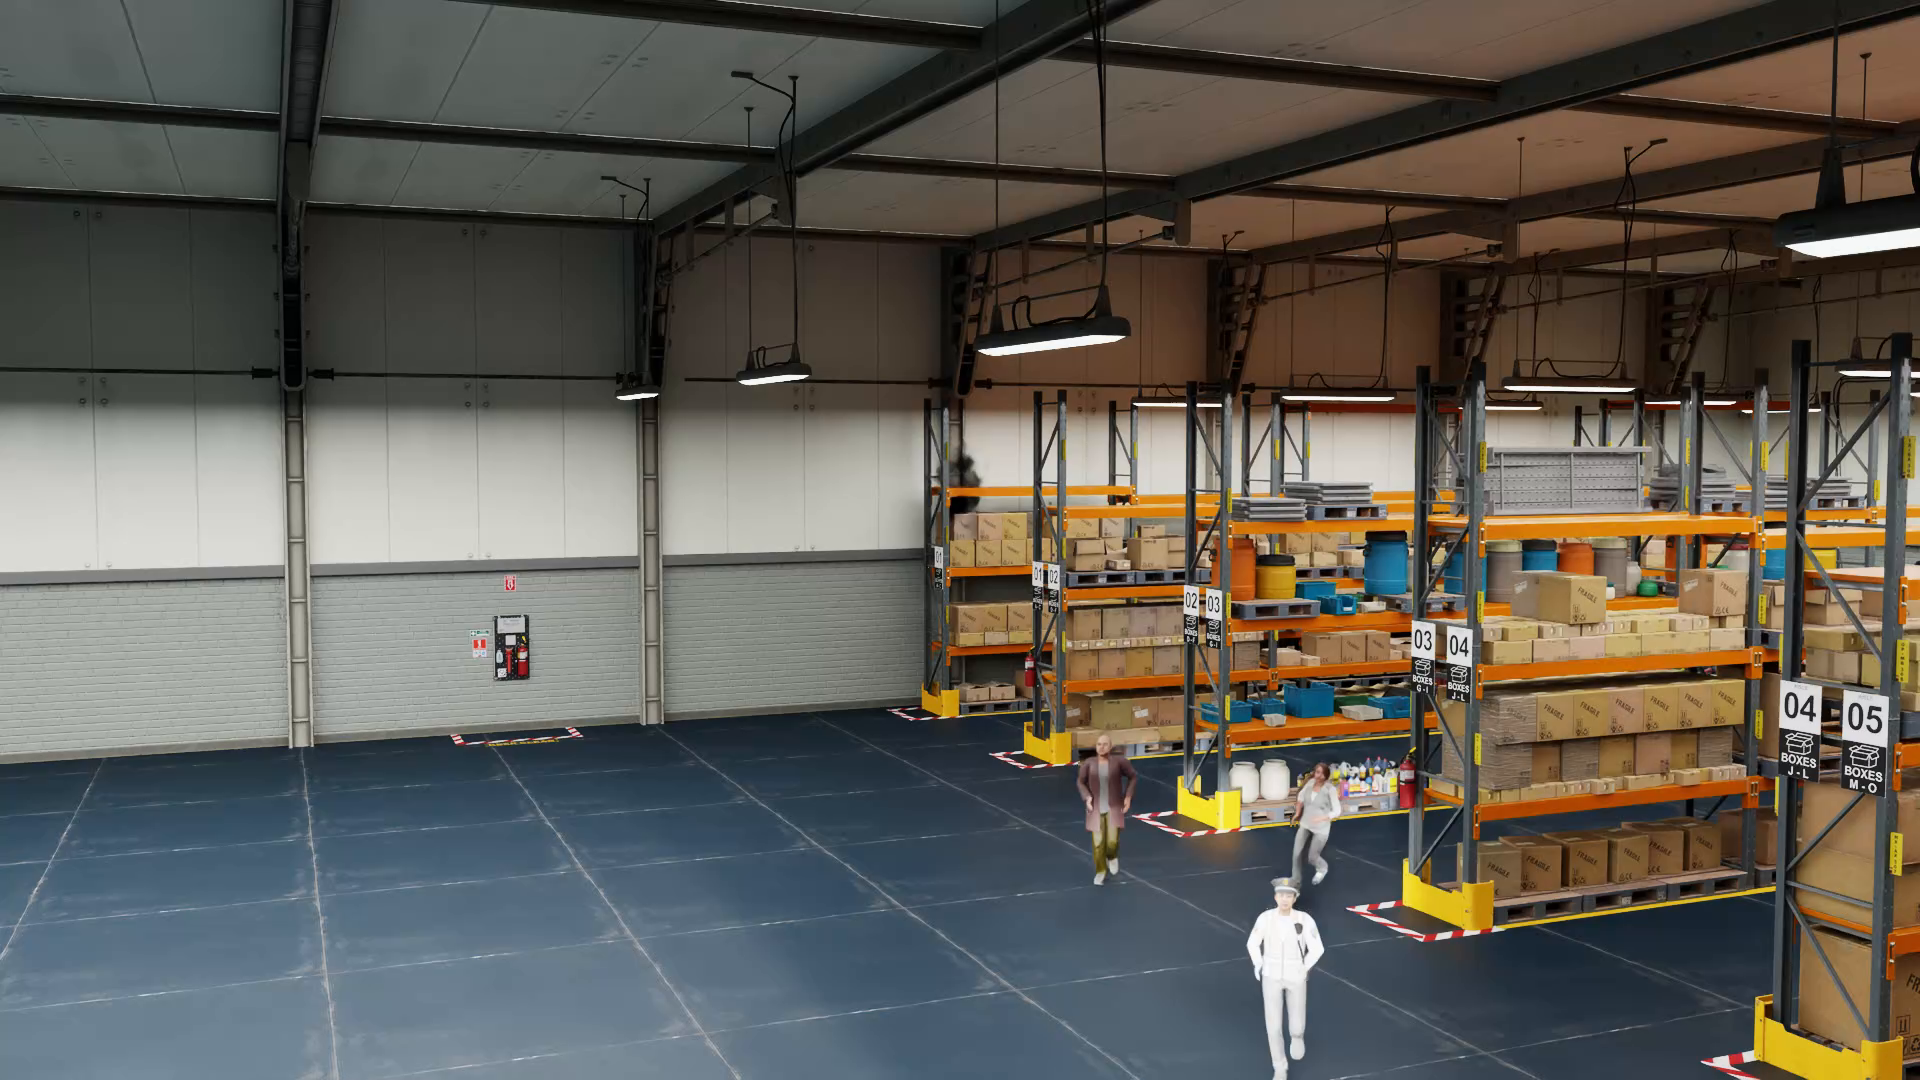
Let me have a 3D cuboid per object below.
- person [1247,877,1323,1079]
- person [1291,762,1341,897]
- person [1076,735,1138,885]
[{"bbox_3d":[2.634,3.543,13.512,0.615,1.642,0.576,1,3,16],"label":"person"},{"bbox_3d":[4.052,3.295,18.830,0.578,1.549,0.795,3,4,37],"label":"person"},{"bbox_3d":[1.695,3.157,19.432,0.714,1.744,0.629,1,3,12],"label":"person"}]
